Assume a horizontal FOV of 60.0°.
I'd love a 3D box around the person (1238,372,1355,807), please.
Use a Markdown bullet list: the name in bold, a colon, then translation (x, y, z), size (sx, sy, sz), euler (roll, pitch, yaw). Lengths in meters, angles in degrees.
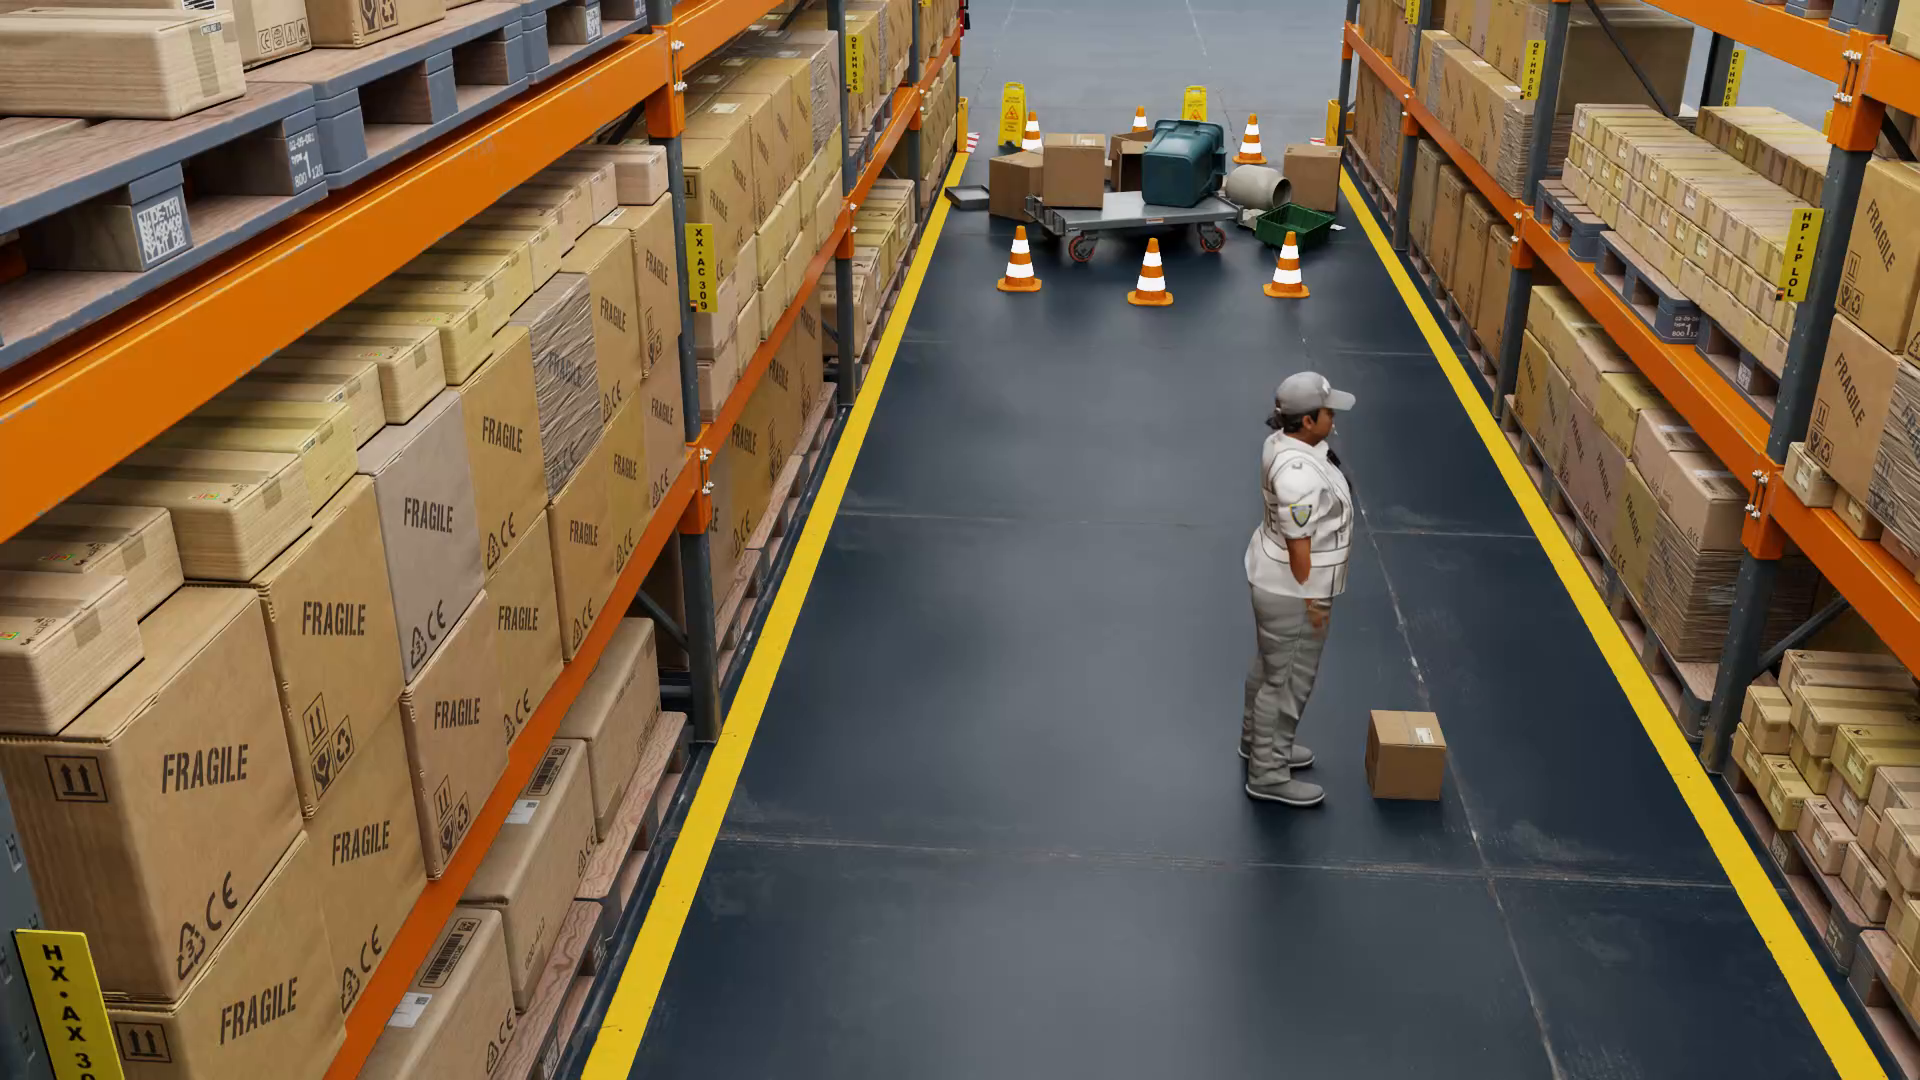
- **person**: translation (1.255, 0.171, 6.214), size (0.383, 1.668, 0.468), euler (2, 25, 5)
